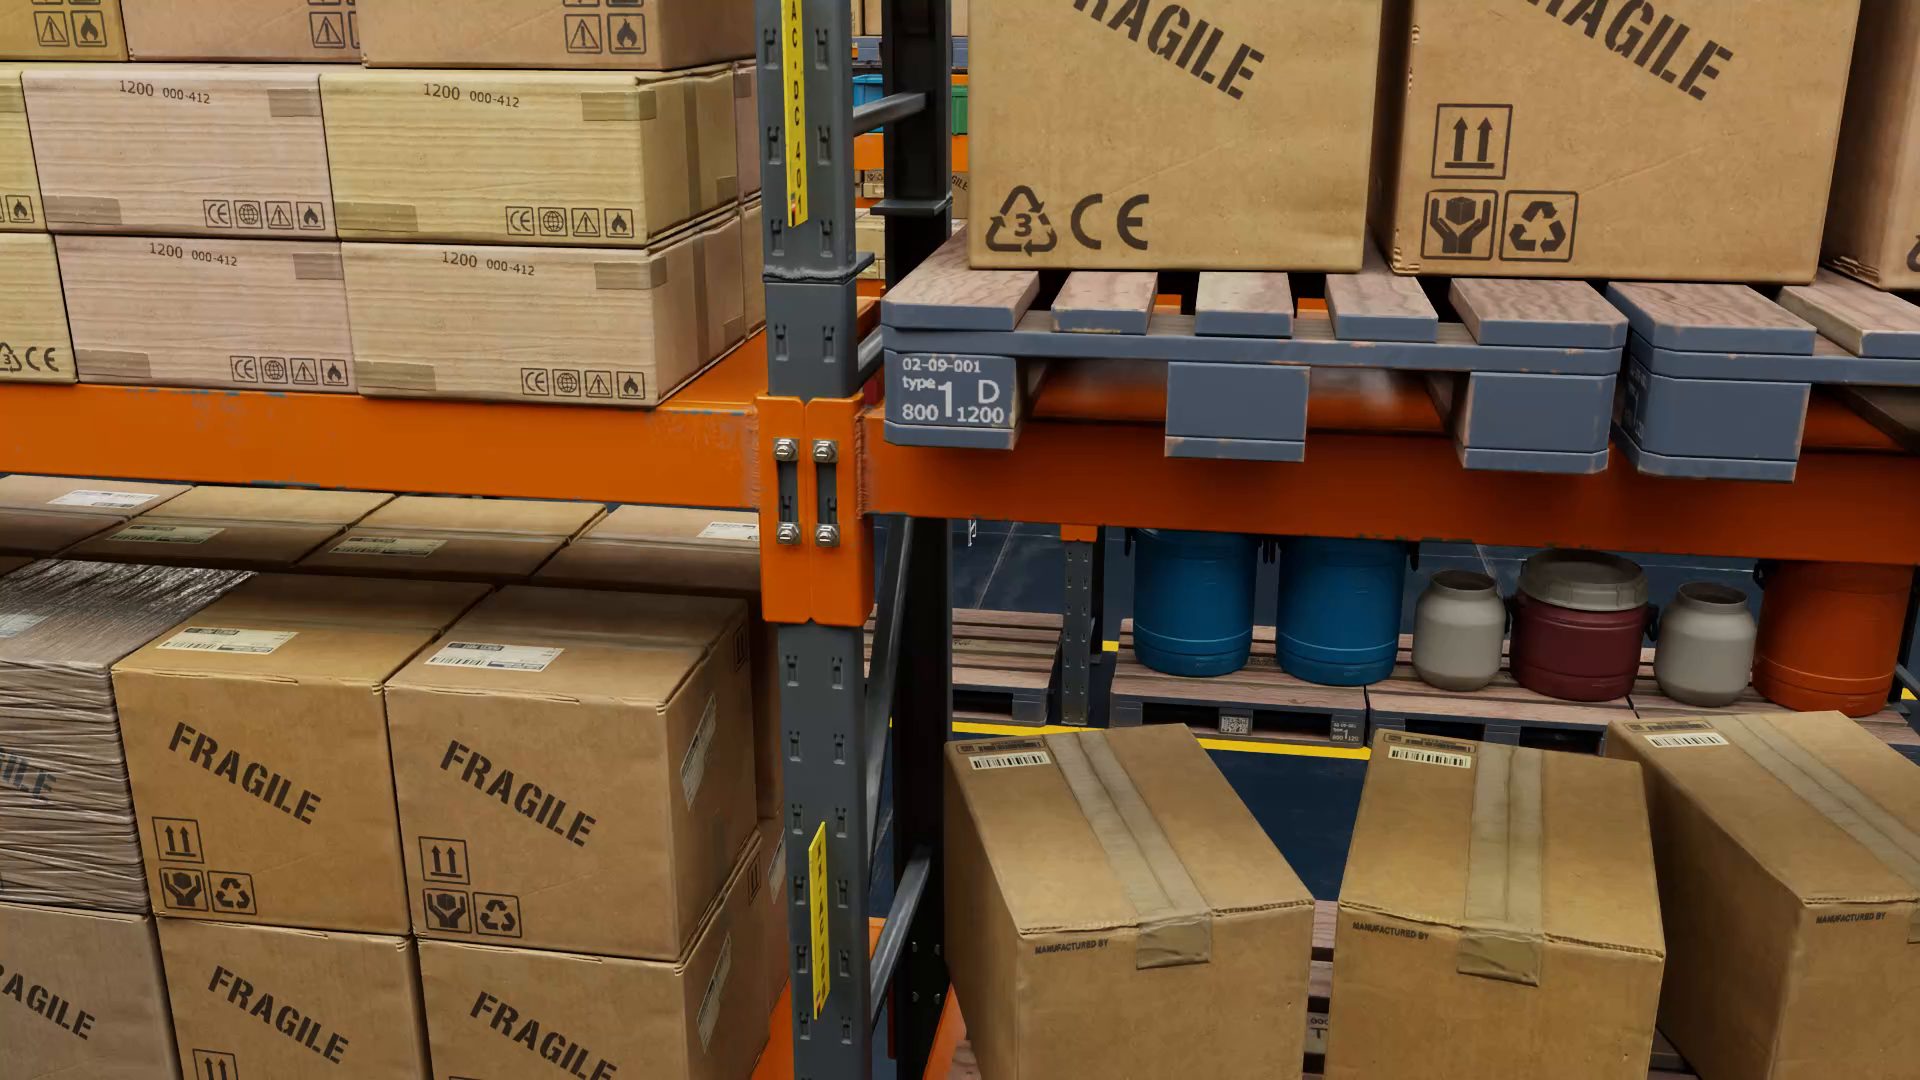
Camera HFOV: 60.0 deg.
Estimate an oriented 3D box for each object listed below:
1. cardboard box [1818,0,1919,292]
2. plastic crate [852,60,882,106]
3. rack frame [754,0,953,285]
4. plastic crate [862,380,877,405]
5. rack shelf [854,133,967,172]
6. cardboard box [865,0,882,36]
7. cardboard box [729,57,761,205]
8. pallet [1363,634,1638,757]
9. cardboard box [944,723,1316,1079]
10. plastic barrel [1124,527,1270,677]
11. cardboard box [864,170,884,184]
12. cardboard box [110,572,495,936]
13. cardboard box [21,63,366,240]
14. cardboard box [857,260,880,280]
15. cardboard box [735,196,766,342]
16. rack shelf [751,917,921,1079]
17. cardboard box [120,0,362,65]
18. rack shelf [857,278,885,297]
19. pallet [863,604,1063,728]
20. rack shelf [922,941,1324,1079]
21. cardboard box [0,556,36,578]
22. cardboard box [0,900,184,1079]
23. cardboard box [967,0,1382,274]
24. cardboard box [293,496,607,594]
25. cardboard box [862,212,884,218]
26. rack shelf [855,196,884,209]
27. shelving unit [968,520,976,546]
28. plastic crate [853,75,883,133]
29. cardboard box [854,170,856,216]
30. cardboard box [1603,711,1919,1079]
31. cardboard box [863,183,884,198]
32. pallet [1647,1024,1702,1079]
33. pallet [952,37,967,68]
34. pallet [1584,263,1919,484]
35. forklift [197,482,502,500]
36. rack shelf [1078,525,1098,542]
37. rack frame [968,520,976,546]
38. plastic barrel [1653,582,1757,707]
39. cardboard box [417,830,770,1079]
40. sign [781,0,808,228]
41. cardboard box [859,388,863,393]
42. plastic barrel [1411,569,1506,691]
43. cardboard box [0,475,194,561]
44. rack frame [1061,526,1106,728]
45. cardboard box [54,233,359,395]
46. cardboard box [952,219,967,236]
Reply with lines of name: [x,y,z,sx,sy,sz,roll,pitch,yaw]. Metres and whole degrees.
cardboard box: [1.646,-0.721,2.527,0.600,0.600,0.600,2,19,6]
plastic crate: [-0.550,-2.180,8.070,0.590,0.269,0.497,3,19,9]
rack frame: [-0.157,-1.964,2.492,0.127,3.000,1.000,3,19,9]
plastic crate: [-0.209,-0.853,8.431,0.583,0.464,0.402,3,19,9]
rack shelf: [-1.342,-1.853,8.020,4.000,0.370,1.077,3,19,9]
cardboard box: [-0.388,-4.059,12.503,0.500,0.500,0.700,4,19,11]
cardboard box: [-0.597,-0.810,3.218,0.500,0.250,0.500,3,19,9]
pallet: [2.596,0.764,8.187,1.213,0.211,1.003,3,19,9]
cardboard box: [0.275,0.728,3.081,0.500,0.500,0.700,-3,19,-10]
plastic barrel: [1.167,0.158,8.250,0.708,0.901,0.600,3,19,9]
cardboard box: [-0.713,-4.033,17.504,0.500,0.500,0.500,3,19,9]
cardboard box: [-1.203,0.390,3.178,0.500,0.500,0.500,3,19,8]
cardboard box: [-1.173,-0.673,2.810,0.500,0.250,0.500,3,19,9]
cardboard box: [-0.714,-2.107,12.768,0.250,0.149,0.380,2,19,7]
cardboard box: [-0.598,-0.573,3.297,0.500,0.250,0.500,3,19,9]
rack shelf: [-2.131,1.121,3.859,4.000,0.370,1.077,3,19,9]
cardboard box: [-1.114,-1.146,3.039,0.500,0.500,0.700,3,19,9]
rack shelf: [-0.556,-1.982,13.134,4.000,0.370,1.077,3,19,9]
pallet: [-0.100,0.626,8.598,1.213,0.211,1.003,3,19,9]
rack shelf: [1.818,1.322,3.257,4.000,0.370,1.077,3,19,9]
cardboard box: [-2.198,0.339,3.331,0.500,0.500,0.500,3,19,8]
cardboard box: [-1.708,0.838,3.414,0.500,0.500,0.500,3,19,10]
cardboard box: [0.329,-0.787,2.725,0.600,0.600,0.600,1,19,3]
cardboard box: [-1.087,0.221,3.681,0.500,0.500,0.500,2,19,7]
cardboard box: [-0.492,-2.477,13.245,0.500,0.250,0.500,3,19,9]
rack shelf: [0.330,-3.531,17.763,4.000,0.370,1.077,3,19,9]
shelving unit: [-0.163,-0.577,10.638,0.503,1.200,0.258,3,19,9]
plastic crate: [-0.317,-1.960,7.470,0.300,0.233,0.416,3,19,9]
cardboard box: [-1.094,-2.692,12.706,0.500,0.500,0.500,2,19,7]
cardboard box: [1.597,0.704,3.154,0.500,0.500,0.700,-2,19,-5]
cardboard box: [-0.862,-3.705,17.544,0.250,0.149,0.380,2,19,7]
pallet: [1.872,1.076,3.161,1.213,0.211,1.003,3,19,9]
pallet: [0.612,-3.648,12.390,1.213,0.211,1.003,3,19,9]
pallet: [1.500,-0.347,2.681,1.003,0.211,1.213,3,19,9]
forklift: [-1.894,0.063,5.996,3.031,2.935,1.130,10,21,29]
rack shelf: [2.607,-0.229,7.895,4.000,0.370,1.077,3,19,9]
rack frame: [0.077,-0.565,10.601,0.015,1.200,0.240,3,19,9]
plastic barrel: [3.525,0.491,7.867,0.421,0.512,0.421,0,18,0]
cardboard box: [-0.691,0.888,3.263,0.500,0.500,0.500,3,19,10]
sign: [-0.235,-0.617,2.377,0.005,0.325,0.100,3,19,9]
cardboard box: [-0.988,-1.563,13.433,0.875,0.875,0.875,3,19,9]
plastic barrel: [2.410,0.434,8.037,0.421,0.512,0.421,0,18,0]
cardboard box: [-2.104,0.170,3.836,0.500,0.500,0.500,4,19,10]
rack frame: [0.633,-0.671,8.081,0.127,3.000,1.000,3,19,9]
cardboard box: [-1.171,-0.440,2.901,0.500,0.250,0.500,3,19,9]
cardboard box: [-0.075,-2.284,12.668,0.500,0.250,0.500,3,19,10]
